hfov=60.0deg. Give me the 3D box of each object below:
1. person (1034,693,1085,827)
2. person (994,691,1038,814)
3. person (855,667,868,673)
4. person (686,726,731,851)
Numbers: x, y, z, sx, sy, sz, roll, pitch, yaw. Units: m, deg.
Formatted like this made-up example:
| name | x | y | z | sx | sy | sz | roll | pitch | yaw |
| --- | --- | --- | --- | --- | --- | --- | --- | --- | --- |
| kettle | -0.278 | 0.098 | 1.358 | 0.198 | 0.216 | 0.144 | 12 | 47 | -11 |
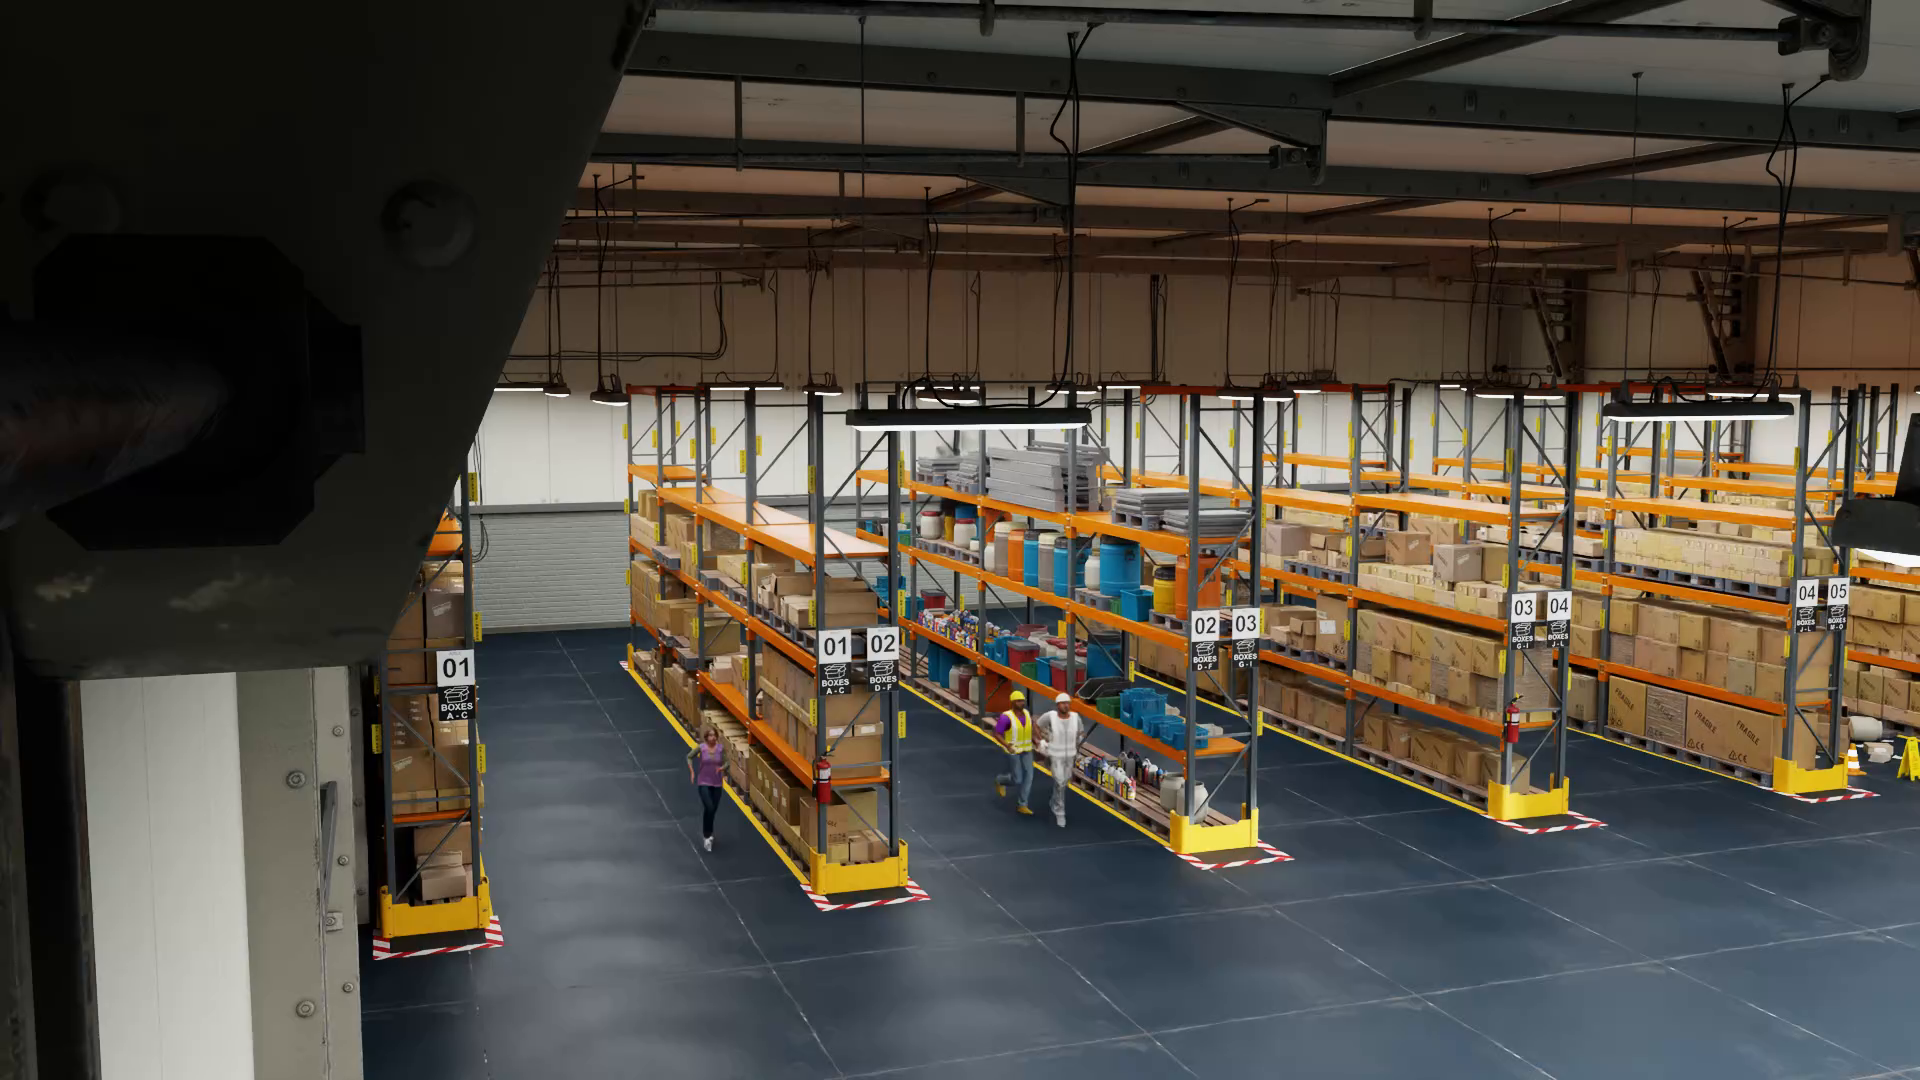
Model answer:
| name | x | y | z | sx | sy | sz | roll | pitch | yaw |
| --- | --- | --- | --- | --- | --- | --- | --- | --- | --- |
| person | 1.427 | 3.048 | 23.269 | 0.659 | 1.848 | 0.801 | -2 | 6 | -21 |
| person | 0.825 | 3.019 | 23.789 | 0.700 | 1.739 | 0.801 | -4 | 7 | -31 |
| person | -1.938 | 2.376 | 30.009 | 0.679 | 1.721 | 0.576 | -3 | 7 | -25 |
| person | -3.303 | 3.264 | 21.997 | 0.515 | 1.622 | 0.663 | -3 | 7 | -26 |
